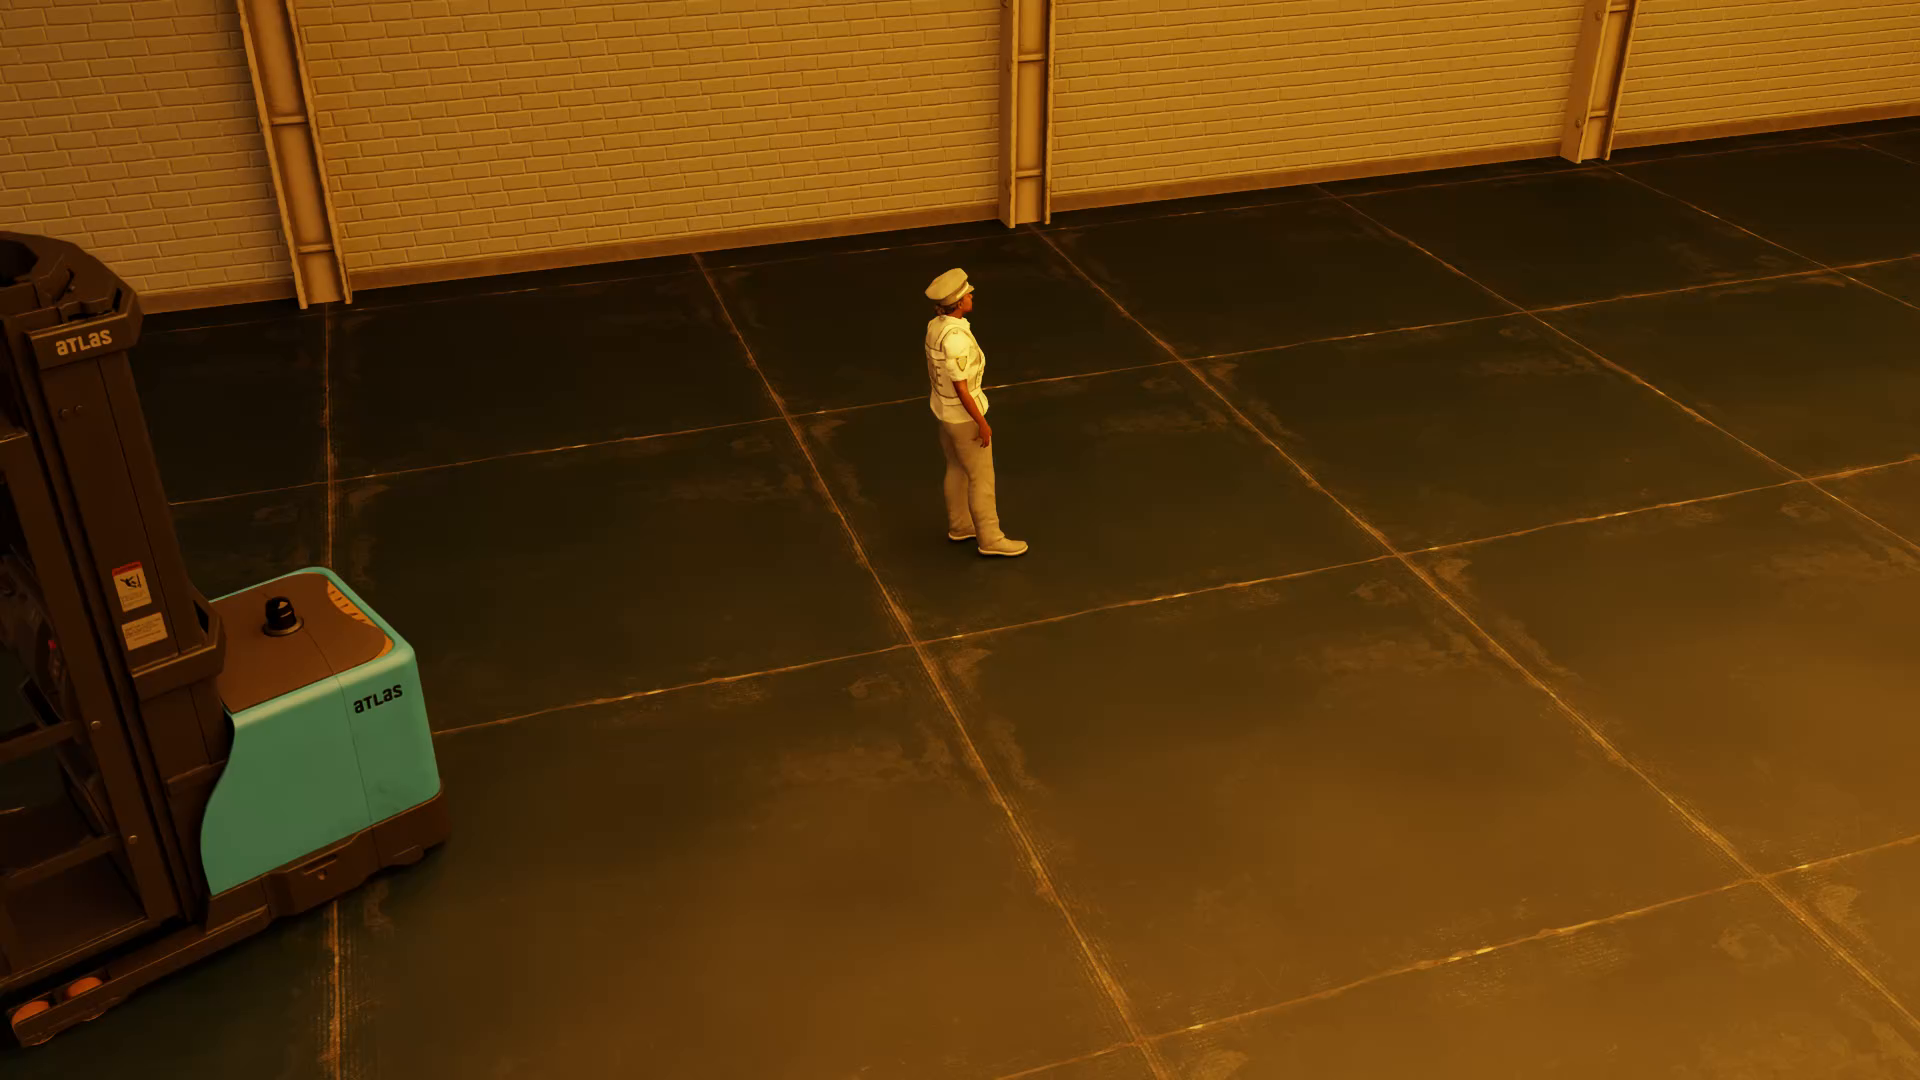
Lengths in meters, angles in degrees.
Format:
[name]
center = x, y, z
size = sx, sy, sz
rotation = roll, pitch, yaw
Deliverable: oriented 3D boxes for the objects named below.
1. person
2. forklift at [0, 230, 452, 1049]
[person]
center = 0.077, -0.743, 9.604
size = 0.530, 1.695, 0.569
rotation = -10, 31, -16
[forklift]
center = -3.759, 0.424, 6.350
size = 3.031, 2.935, 1.130
rotation = -23, 37, -35
